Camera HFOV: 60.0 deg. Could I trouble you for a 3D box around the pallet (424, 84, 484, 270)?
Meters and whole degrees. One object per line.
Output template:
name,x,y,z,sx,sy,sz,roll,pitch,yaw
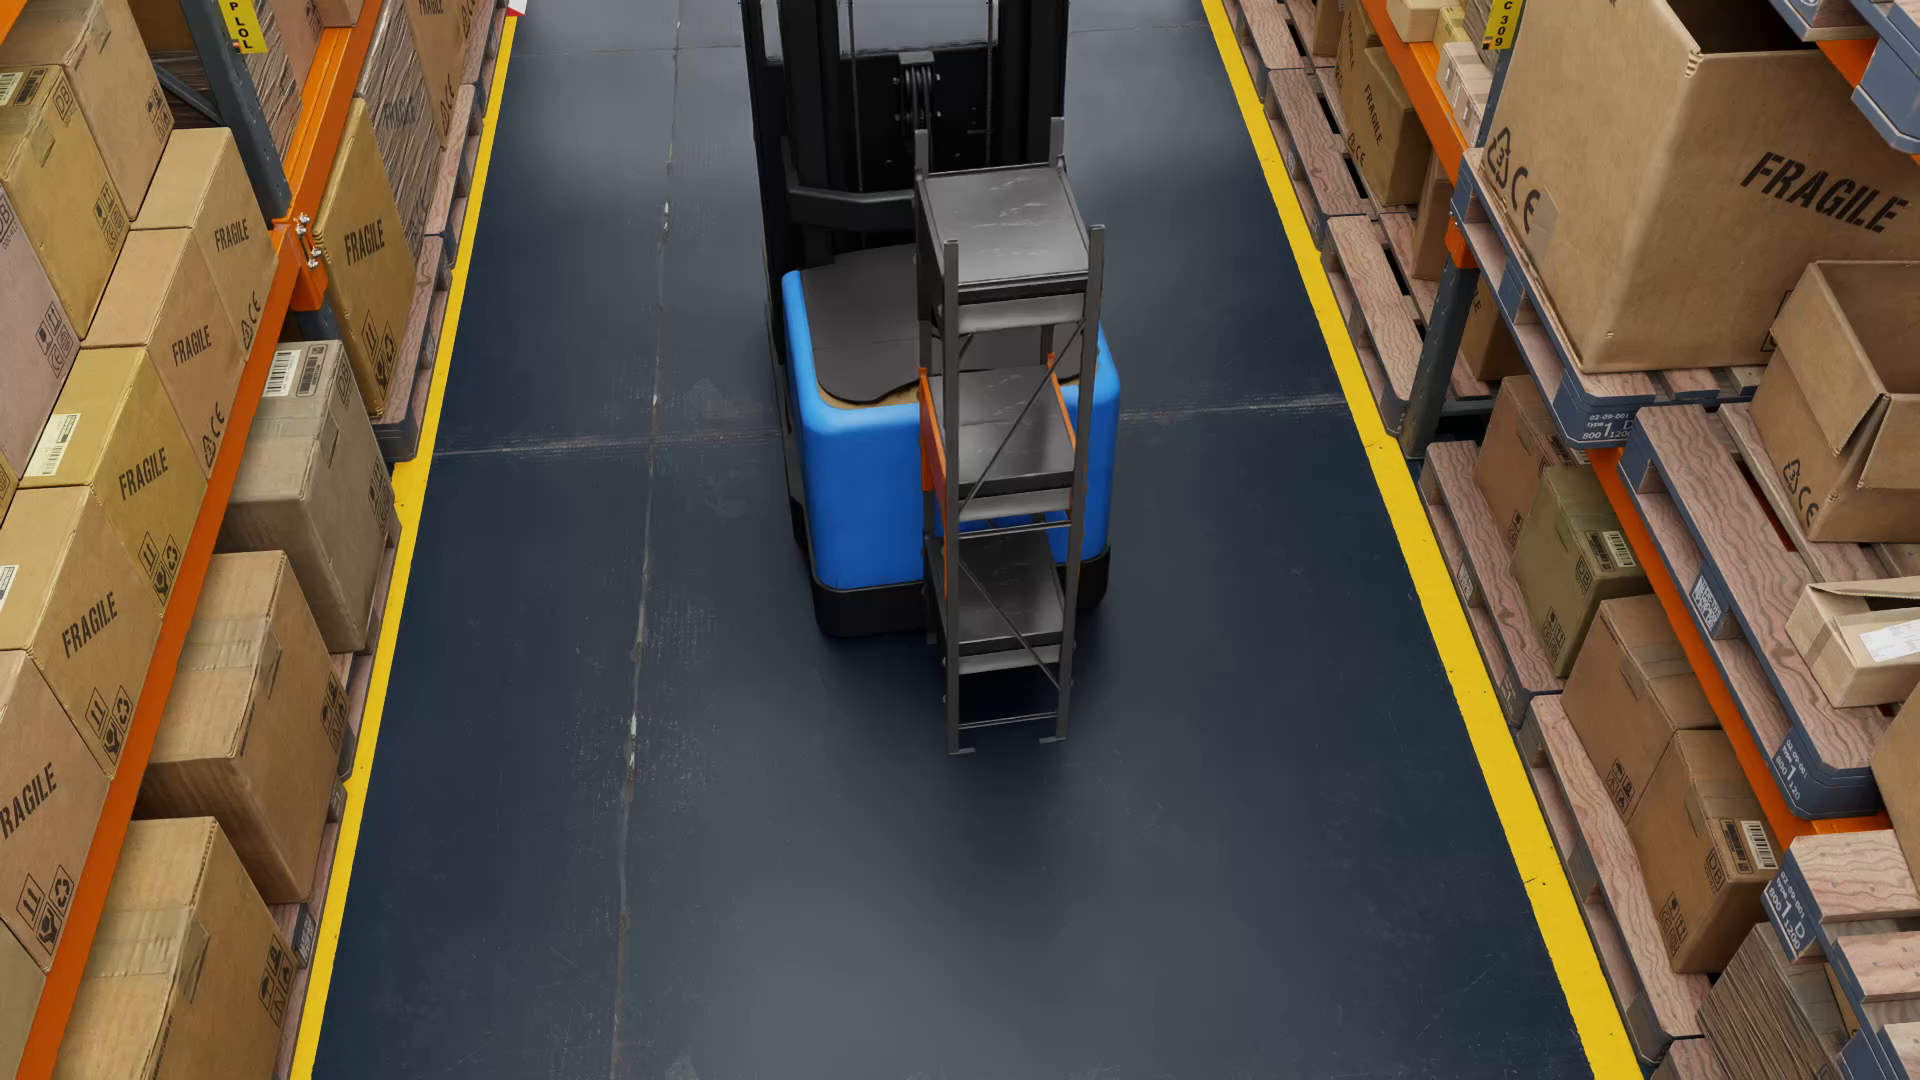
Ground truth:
pallet,-2.794,-1.669,7.685,1.003,0.211,1.213,-3,47,-3

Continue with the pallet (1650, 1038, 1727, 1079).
pallet,2.519,1.871,4.332,1.003,0.211,1.213,-3,47,-3

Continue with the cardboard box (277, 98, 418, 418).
cardboard box,-2.686,-1.061,6.363,0.875,0.875,0.875,-3,47,-3

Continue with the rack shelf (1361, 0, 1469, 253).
rack shelf,2.081,-2.616,7.157,1.077,0.370,4.000,-3,47,-3

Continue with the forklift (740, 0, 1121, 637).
forklift,-0.220,-1.752,5.890,1.130,2.935,3.031,-7,47,-6

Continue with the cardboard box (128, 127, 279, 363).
cardboard box,-2.393,-0.861,4.931,0.500,0.500,0.500,-4,47,-4

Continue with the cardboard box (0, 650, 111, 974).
cardboard box,-2.224,0.598,3.549,0.500,0.500,0.500,-4,47,-3

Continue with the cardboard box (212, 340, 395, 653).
cardboard box,-2.561,-0.115,5.553,1.050,0.750,0.750,-4,47,-3

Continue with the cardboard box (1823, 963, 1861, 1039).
cardboard box,2.443,1.062,4.080,0.500,0.250,0.500,1,47,1

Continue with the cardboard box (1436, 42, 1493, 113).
cardboard box,1.926,-1.649,5.919,0.380,0.149,0.250,-3,47,-3

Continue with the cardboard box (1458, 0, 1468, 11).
cardboard box,2.265,-2.246,6.038,0.875,0.500,0.500,-3,47,-3

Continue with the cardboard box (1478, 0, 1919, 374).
cardboard box,2.175,-1.184,4.603,1.000,1.000,1.000,-3,47,-3

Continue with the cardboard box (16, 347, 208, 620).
cardboard box,-2.308,-0.130,4.238,0.500,0.500,0.500,-3,47,-3

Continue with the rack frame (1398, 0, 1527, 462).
rack frame,2.248,-1.416,5.525,1.000,3.000,0.127,-3,47,-3

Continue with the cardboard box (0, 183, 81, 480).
cardboard box,-2.568,-0.470,3.871,0.700,0.500,0.500,-3,47,-3

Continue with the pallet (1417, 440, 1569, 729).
pallet,2.315,0.106,6.004,1.003,0.211,1.213,-3,47,-3

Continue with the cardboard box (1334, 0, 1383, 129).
cardboard box,2.067,-2.258,7.755,0.500,0.500,0.500,0,47,0

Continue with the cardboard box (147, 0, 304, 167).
cardboard box,-2.746,-1.506,5.507,0.875,0.550,0.550,-3,47,-3

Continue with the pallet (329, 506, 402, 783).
pallet,-2.563,0.325,5.797,1.003,0.211,1.213,-3,47,-3

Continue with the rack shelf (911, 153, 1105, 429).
rack shelf,0.119,-0.673,4.496,0.431,0.518,0.480,-7,47,-6

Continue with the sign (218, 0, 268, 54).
sign,-2.163,-1.599,4.955,0.100,0.325,0.005,-3,47,-3

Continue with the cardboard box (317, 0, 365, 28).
cardboard box,-2.742,-2.300,6.259,0.875,0.550,0.550,-3,47,-3

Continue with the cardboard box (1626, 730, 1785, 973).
cardboard box,2.394,0.892,4.758,0.700,0.500,0.500,0,47,0

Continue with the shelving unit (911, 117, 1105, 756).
shelving unit,0.119,-0.201,4.994,0.431,2.100,0.503,-7,47,-6

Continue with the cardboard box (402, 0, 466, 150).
cardboard box,-2.839,-2.373,7.605,0.875,0.875,0.875,-4,47,-4

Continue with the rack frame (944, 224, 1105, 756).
rack frame,0.159,-0.027,4.829,0.400,2.100,0.015,-7,47,-6

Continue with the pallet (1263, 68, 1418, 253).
pallet,2.052,-1.826,7.834,1.003,0.211,1.213,-3,47,-3

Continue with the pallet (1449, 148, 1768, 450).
pallet,2.167,-0.789,5.063,1.003,0.211,1.213,-3,47,-3

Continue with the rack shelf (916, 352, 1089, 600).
rack shelf,0.119,-0.192,5.004,0.431,0.518,0.480,-7,47,-6

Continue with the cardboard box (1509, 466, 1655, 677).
cardboard box,2.299,0.084,5.523,0.700,0.500,0.500,-4,47,-4

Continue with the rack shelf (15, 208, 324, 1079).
rack shelf,-2.535,0.506,4.200,1.077,0.370,4.000,-3,47,-3

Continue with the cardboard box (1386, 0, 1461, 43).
cardboard box,1.833,-2.008,6.258,0.380,0.149,0.250,-3,47,-3

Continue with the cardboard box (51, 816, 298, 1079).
cardboard box,-2.406,1.257,4.254,1.050,0.750,0.750,-3,47,-3

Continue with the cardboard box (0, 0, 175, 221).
cardboard box,-2.655,-1.207,4.570,0.700,0.500,0.500,-4,47,-4

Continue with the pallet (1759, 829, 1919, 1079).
pallet,2.417,1.035,3.336,1.213,0.211,1.003,-3,47,-3

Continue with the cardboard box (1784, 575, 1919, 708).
cardboard box,2.174,0.189,3.808,0.396,0.266,0.258,-5,47,-4

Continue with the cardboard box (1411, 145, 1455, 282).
cardboard box,2.199,-1.407,6.949,0.500,0.500,0.500,10,47,9
